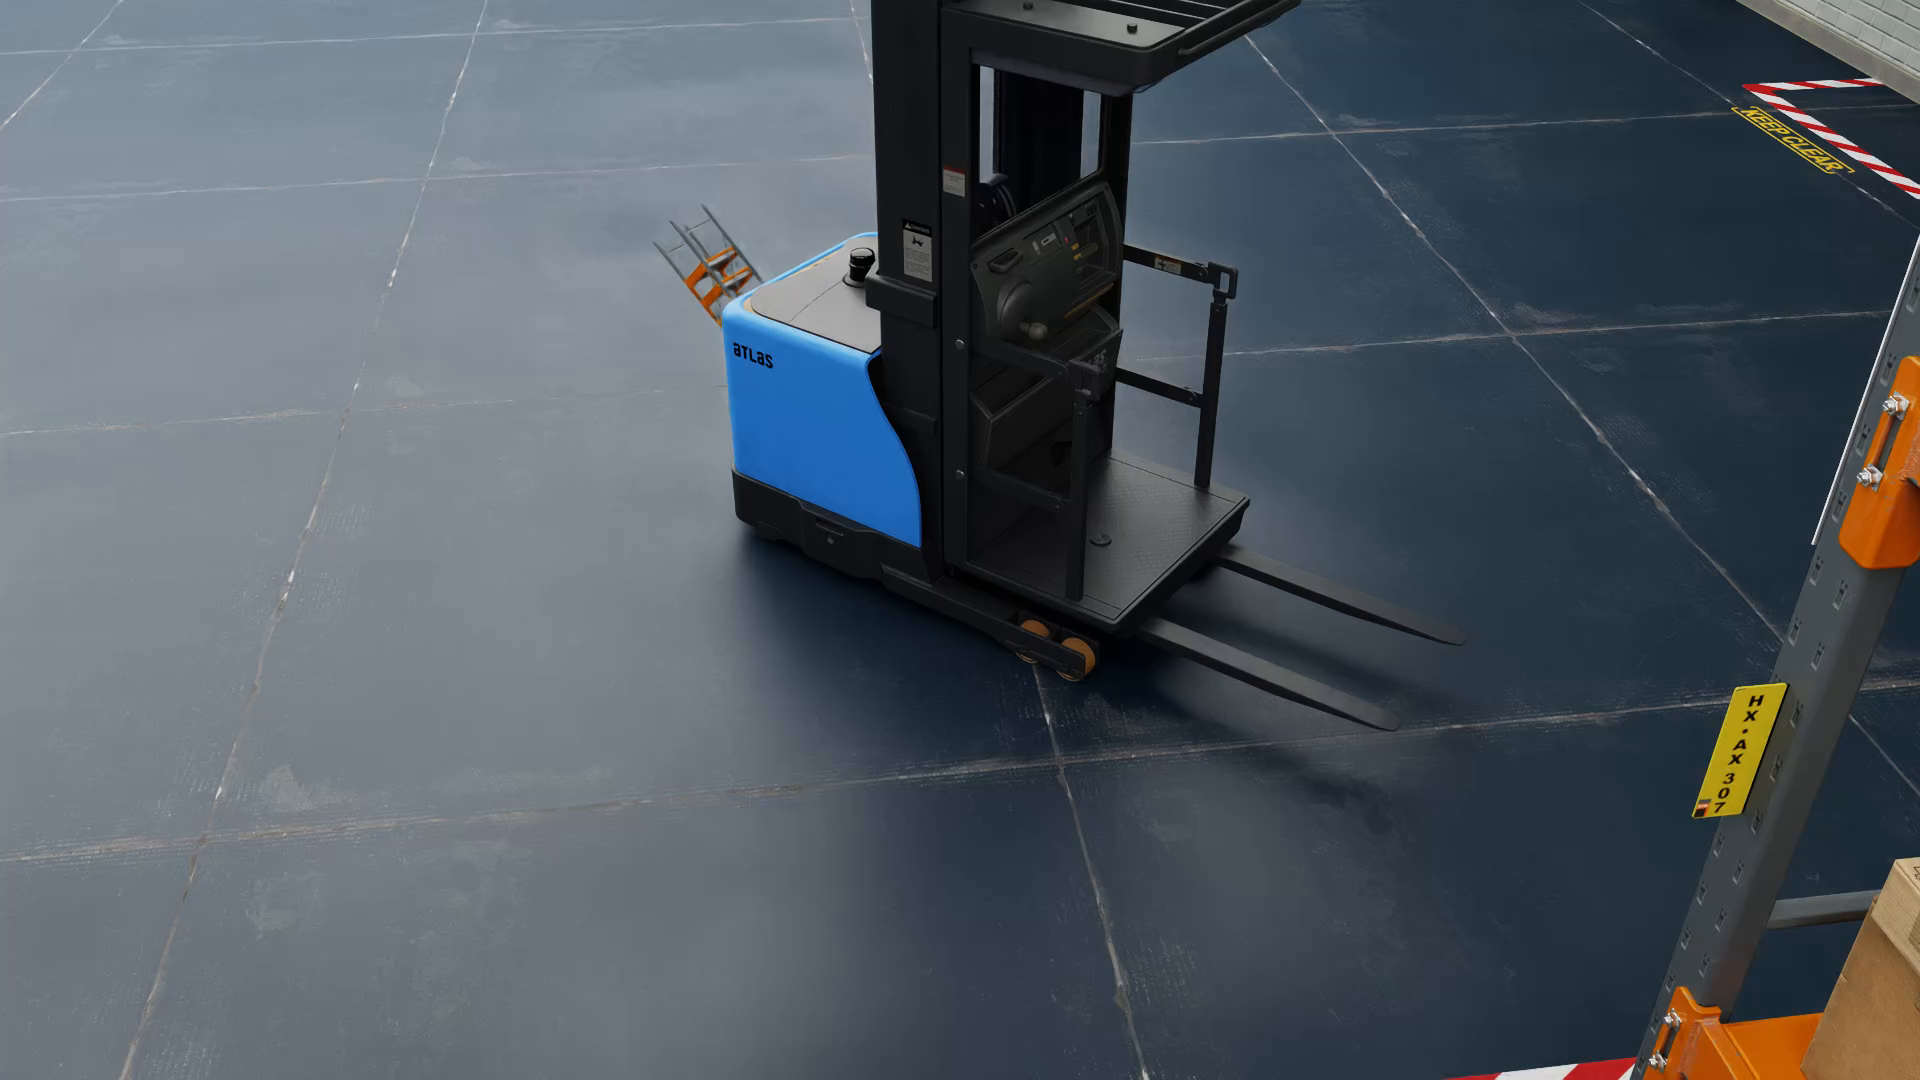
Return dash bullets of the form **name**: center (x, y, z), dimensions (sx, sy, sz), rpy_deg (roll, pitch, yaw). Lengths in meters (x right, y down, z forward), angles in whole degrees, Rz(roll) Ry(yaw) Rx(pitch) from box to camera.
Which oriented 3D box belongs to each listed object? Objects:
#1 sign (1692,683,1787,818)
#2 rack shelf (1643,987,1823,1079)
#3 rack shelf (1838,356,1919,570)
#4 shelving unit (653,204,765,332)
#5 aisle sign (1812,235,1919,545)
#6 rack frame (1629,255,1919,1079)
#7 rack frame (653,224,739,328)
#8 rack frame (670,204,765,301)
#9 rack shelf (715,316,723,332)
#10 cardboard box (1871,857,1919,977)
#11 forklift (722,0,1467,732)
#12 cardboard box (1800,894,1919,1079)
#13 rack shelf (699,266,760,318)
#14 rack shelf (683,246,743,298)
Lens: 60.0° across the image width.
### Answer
- **sign**: center (1.477, 0.403, 3.156), dimensions (0.100, 0.325, 0.005), rpy_deg (-4, 35, -6)
- **rack shelf**: center (2.297, 2.168, 2.043), dimensions (1.077, 0.370, 4.000), rpy_deg (-4, 35, -6)
- **rack shelf**: center (2.297, 0.929, 1.199), dimensions (1.077, 0.370, 4.000), rpy_deg (-4, 35, -6)
- **shelving unit**: center (-0.968, -1.032, 7.915), dimensions (1.200, 0.189, 0.258), rpy_deg (52, 46, -3)
- **aisle sign**: center (1.715, -0.333, 2.766), dimensions (0.394, 0.787, 0.004), rpy_deg (-4, 35, -6)
- **rack frame**: center (2.031, 0.755, 3.479), dimensions (0.949, 2.616, 0.053), rpy_deg (-4, 35, -6)
- **rack frame**: center (-1.019, -0.995, 7.981), dimensions (1.200, 0.006, 0.240), rpy_deg (52, 46, -3)
- **rack frame**: center (-0.916, -1.068, 7.849), dimensions (1.200, 0.006, 0.240), rpy_deg (52, 46, -3)
- **rack shelf**: center (-1.014, -1.091, 7.911), dimensions (0.103, 0.180, 0.258), rpy_deg (52, 46, -3)
- **cardboard box**: center (1.867, 0.681, 2.922), dimensions (0.380, 0.149, 0.250), rpy_deg (-5, 35, -7)
- **forklift**: center (0.505, -1.005, 6.122), dimensions (3.031, 2.935, 1.130), rpy_deg (22, 40, 29)
- **cardboard box**: center (2.078, 0.975, 3.067), dimensions (0.700, 0.500, 0.500), rpy_deg (-4, 35, -6)
- **rack shelf**: center (-1.088, -1.186, 7.905), dimensions (0.103, 0.180, 0.258), rpy_deg (52, 46, -3)
- **rack shelf**: center (-1.162, -1.280, 7.900), dimensions (0.103, 0.180, 0.258), rpy_deg (52, 46, -3)
